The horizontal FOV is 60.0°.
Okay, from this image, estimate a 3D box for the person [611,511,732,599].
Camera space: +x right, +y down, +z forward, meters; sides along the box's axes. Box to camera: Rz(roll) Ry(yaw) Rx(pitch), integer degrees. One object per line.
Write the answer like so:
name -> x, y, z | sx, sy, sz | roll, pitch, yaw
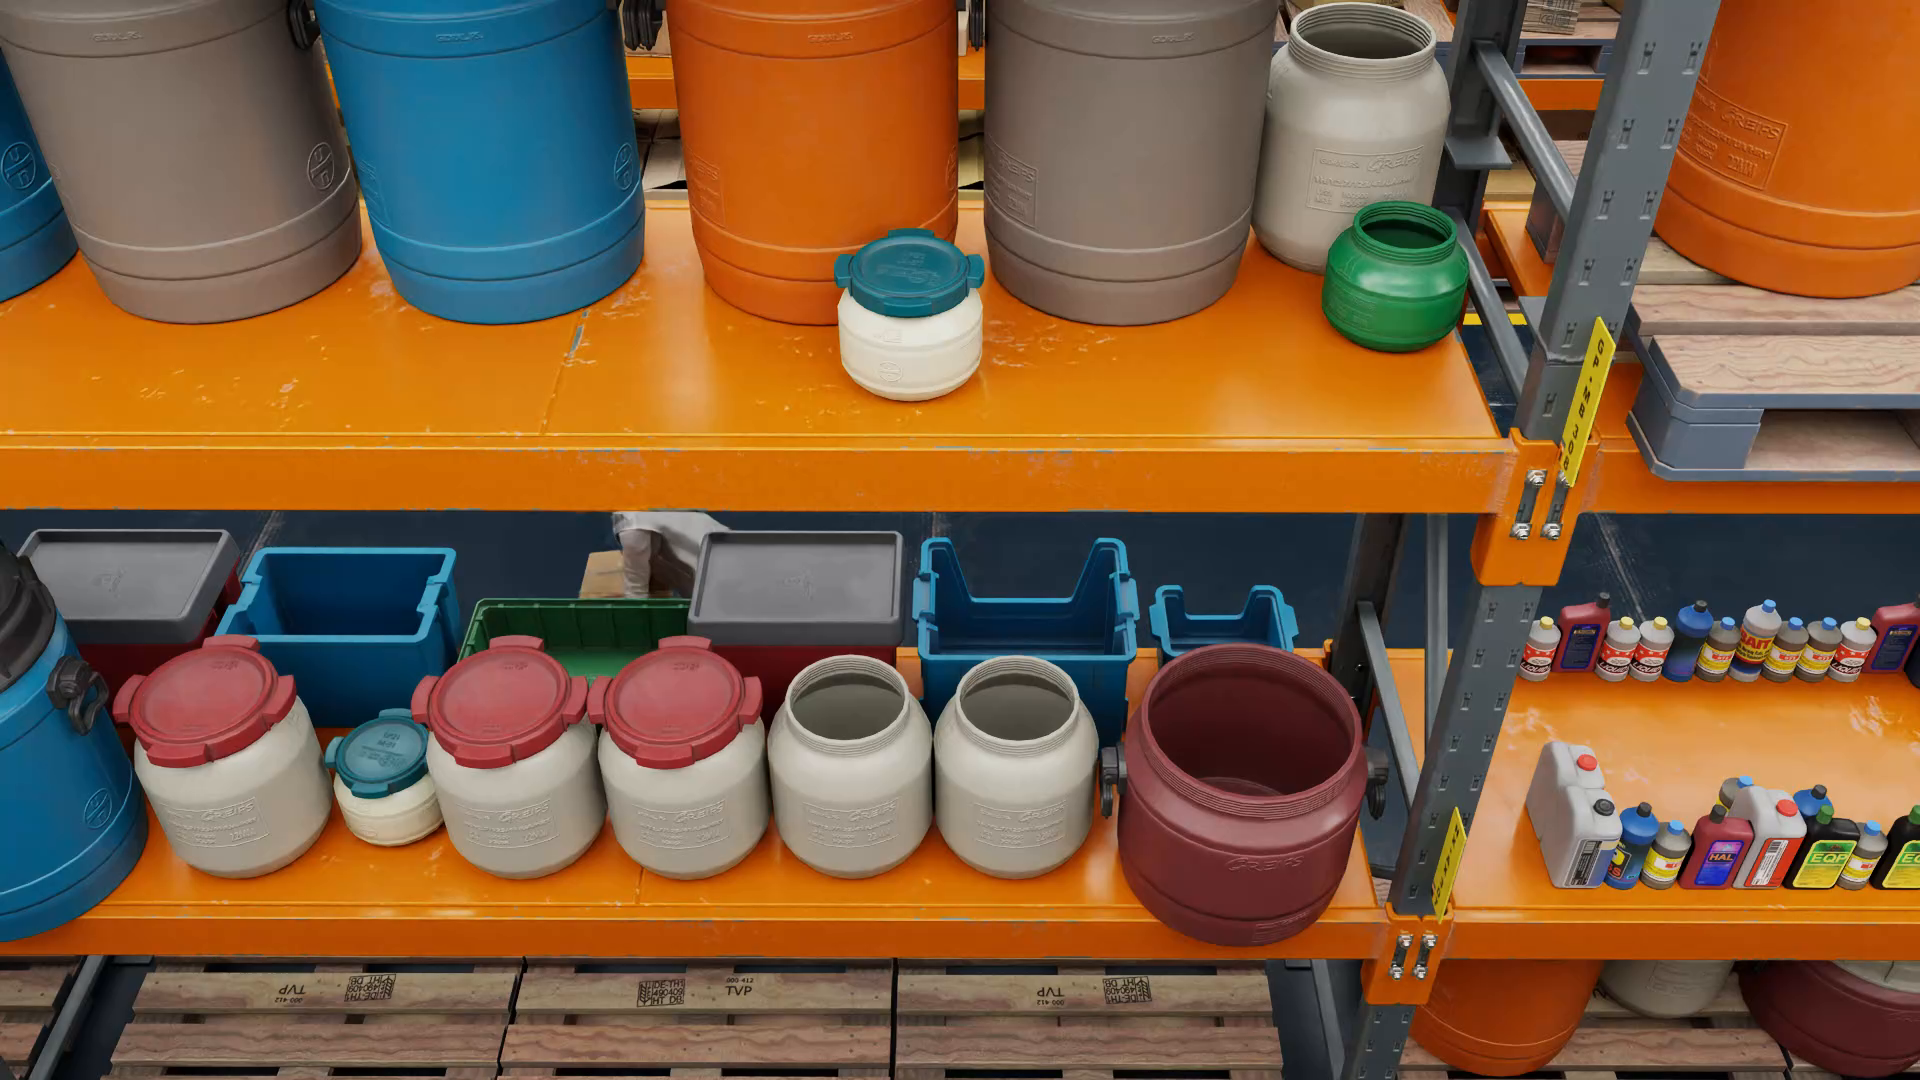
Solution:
person -> -1.029, 0.240, 5.991 | 0.634, 1.459, 0.370 | -1, 40, -1
